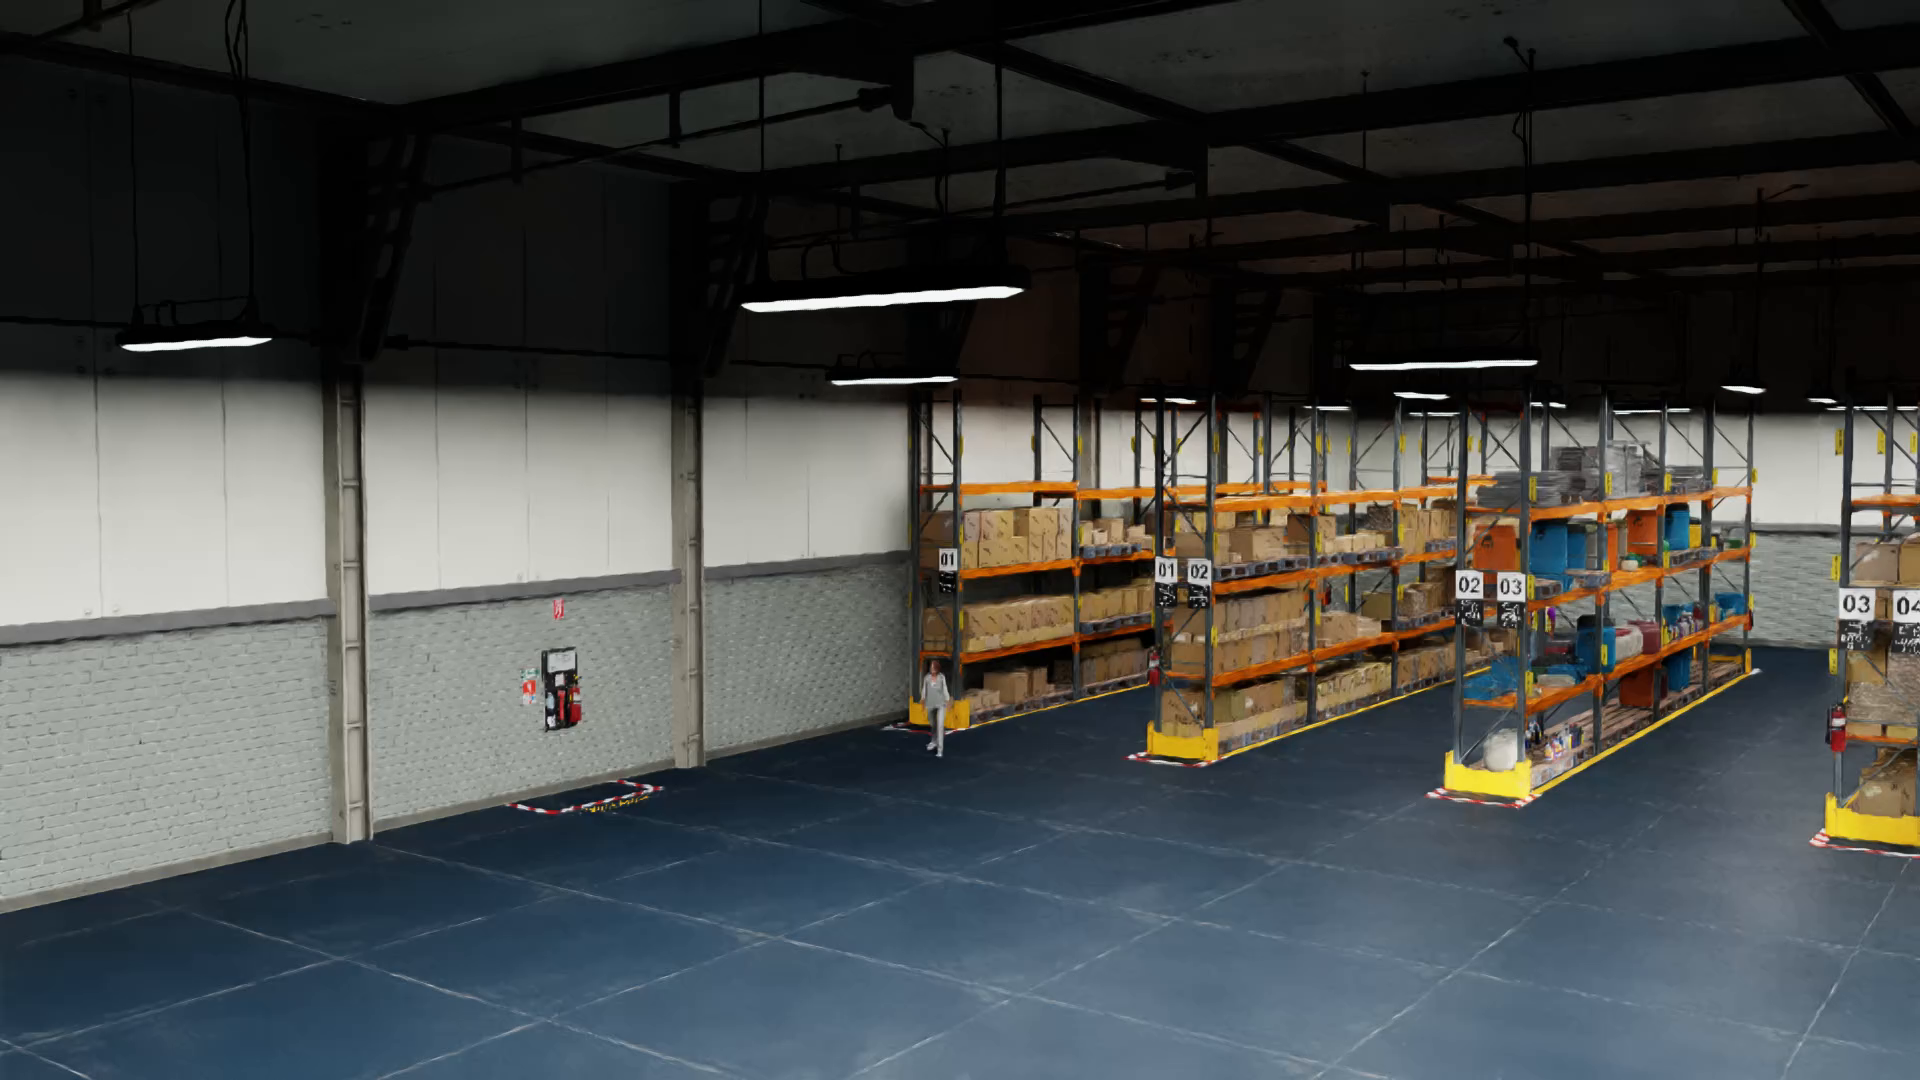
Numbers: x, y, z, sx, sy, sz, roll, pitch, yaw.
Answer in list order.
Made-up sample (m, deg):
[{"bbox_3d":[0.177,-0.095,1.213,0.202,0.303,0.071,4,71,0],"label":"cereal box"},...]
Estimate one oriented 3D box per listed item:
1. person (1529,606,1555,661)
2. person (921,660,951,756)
[{"bbox_3d":[13.127,2.009,37.531,0.575,1.689,1.128,2,4,33],"label":"person"},{"bbox_3d":[-0.398,2.692,26.973,0.453,1.538,0.880,1,3,13],"label":"person"}]
